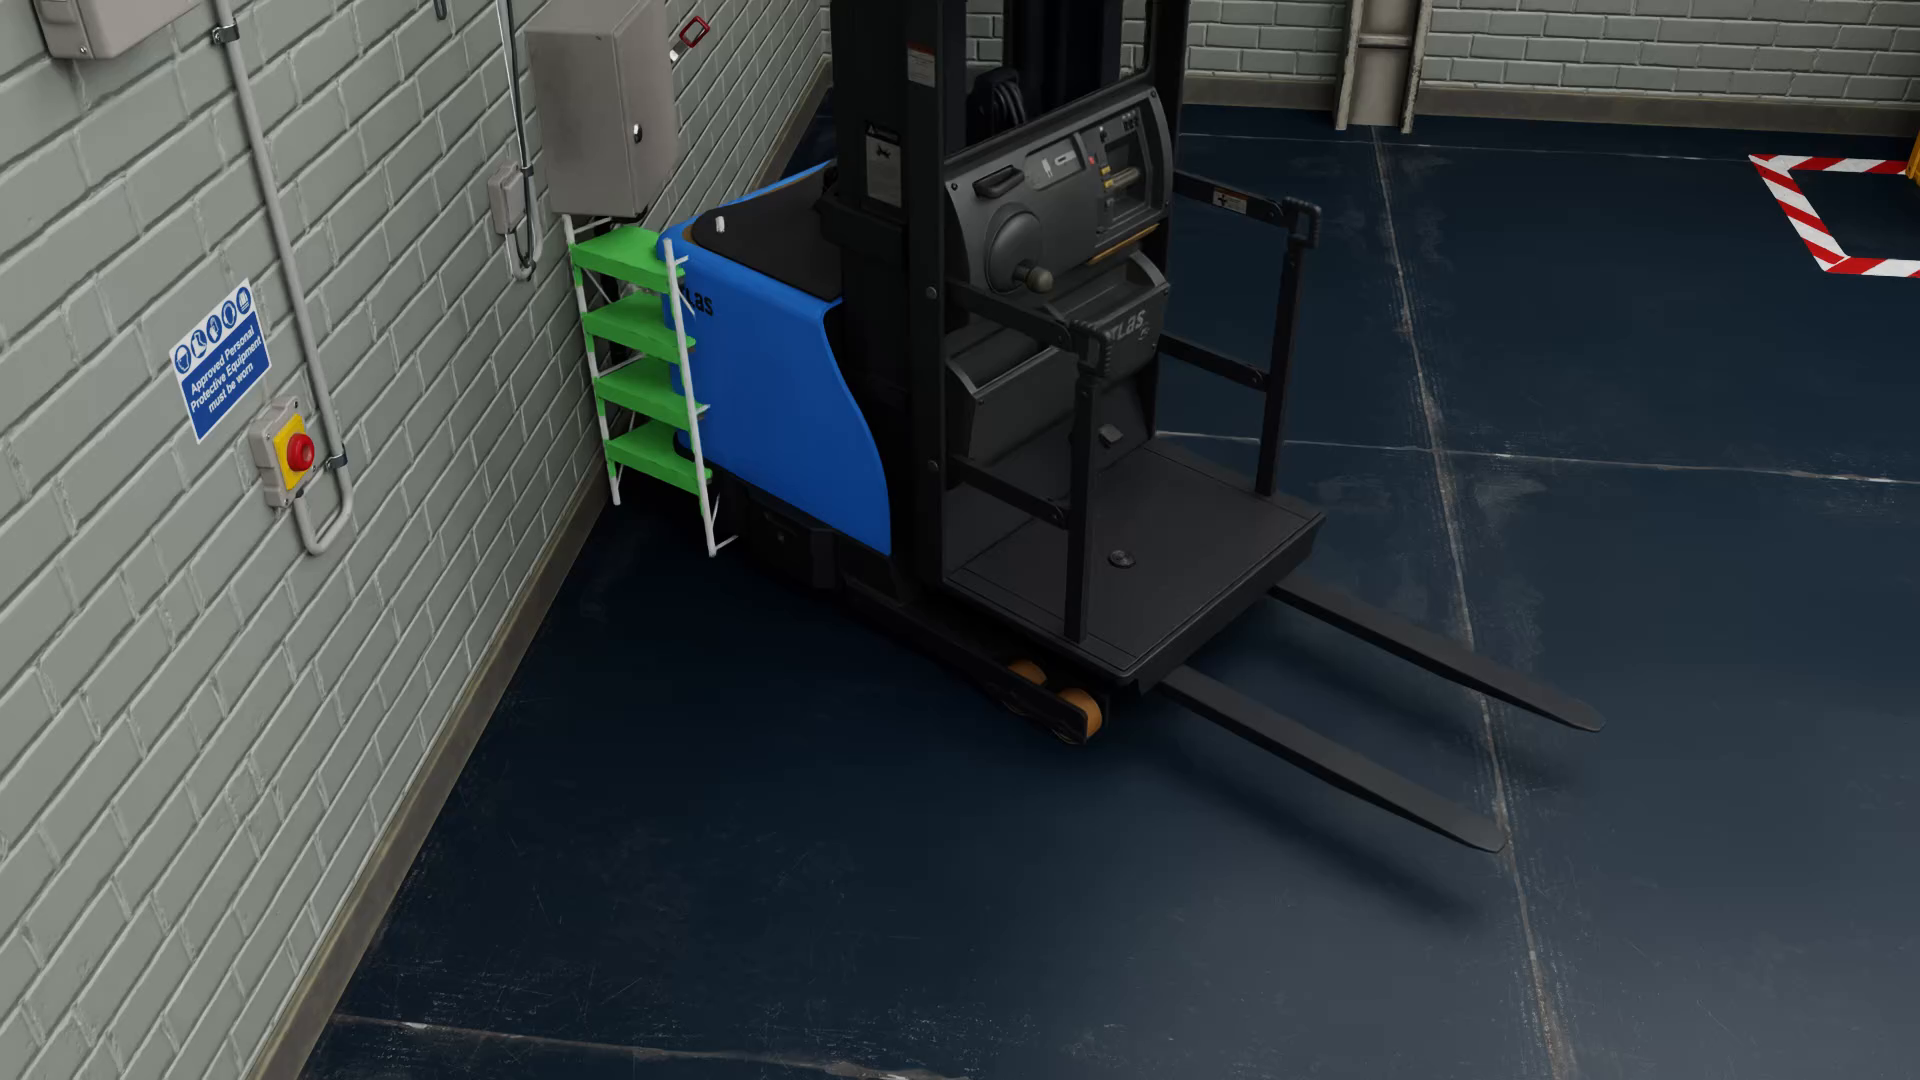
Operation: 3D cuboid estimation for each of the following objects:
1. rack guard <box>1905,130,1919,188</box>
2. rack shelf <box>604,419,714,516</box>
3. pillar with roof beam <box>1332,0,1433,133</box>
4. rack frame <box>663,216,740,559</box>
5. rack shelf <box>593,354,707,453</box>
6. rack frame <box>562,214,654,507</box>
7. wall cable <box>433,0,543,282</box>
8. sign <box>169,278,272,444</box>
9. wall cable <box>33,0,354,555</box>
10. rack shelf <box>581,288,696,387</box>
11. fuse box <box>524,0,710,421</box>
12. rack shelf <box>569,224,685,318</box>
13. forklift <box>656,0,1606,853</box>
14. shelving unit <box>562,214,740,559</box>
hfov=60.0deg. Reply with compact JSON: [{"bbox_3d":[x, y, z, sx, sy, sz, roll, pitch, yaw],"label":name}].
[{"bbox_3d":[4.833,-1.723,7.733,0.348,0.500,1.175,4,36,6],"label":"rack guard"},{"bbox_3d":[-0.972,-0.266,5.756,0.480,0.148,0.258,21,39,34],"label":"rack shelf"},{"bbox_3d":[1.649,-3.426,2.804,0.400,9.000,9.100,4,36,6],"label":"pillar with roof beam"},{"bbox_3d":[-0.798,-0.453,5.462,0.015,1.200,0.240,21,39,34],"label":"rack frame"},{"bbox_3d":[-0.983,-0.471,5.632,0.480,0.148,0.258,21,39,34],"label":"rack shelf"},{"bbox_3d":[-1.174,-0.599,5.737,0.015,1.200,0.240,21,39,34],"label":"rack frame"},{"bbox_3d":[-1.298,-1.521,4.424,0.122,1.984,0.588,4,36,6],"label":"wall cable"},{"bbox_3d":[-1.534,-0.376,3.462,0.001,0.218,0.327,4,36,6],"label":"sign"},{"bbox_3d":[-1.467,-0.715,3.269,0.123,1.953,0.585,4,36,6],"label":"wall cable"},{"bbox_3d":[-0.994,-0.676,5.508,0.480,0.148,0.258,21,39,34],"label":"rack shelf"},{"bbox_3d":[-1.055,-0.964,5.628,0.414,1.711,0.539,4,36,6],"label":"fuse box"},{"bbox_3d":[-1.005,-0.881,5.384,0.480,0.148,0.258,21,39,34],"label":"rack shelf"},{"bbox_3d":[0.455,-0.938,4.542,3.031,2.935,1.130,27,44,32],"label":"forklift"},{"bbox_3d":[-0.986,-0.526,5.599,0.503,1.200,0.258,21,39,34],"label":"shelving unit"}]
